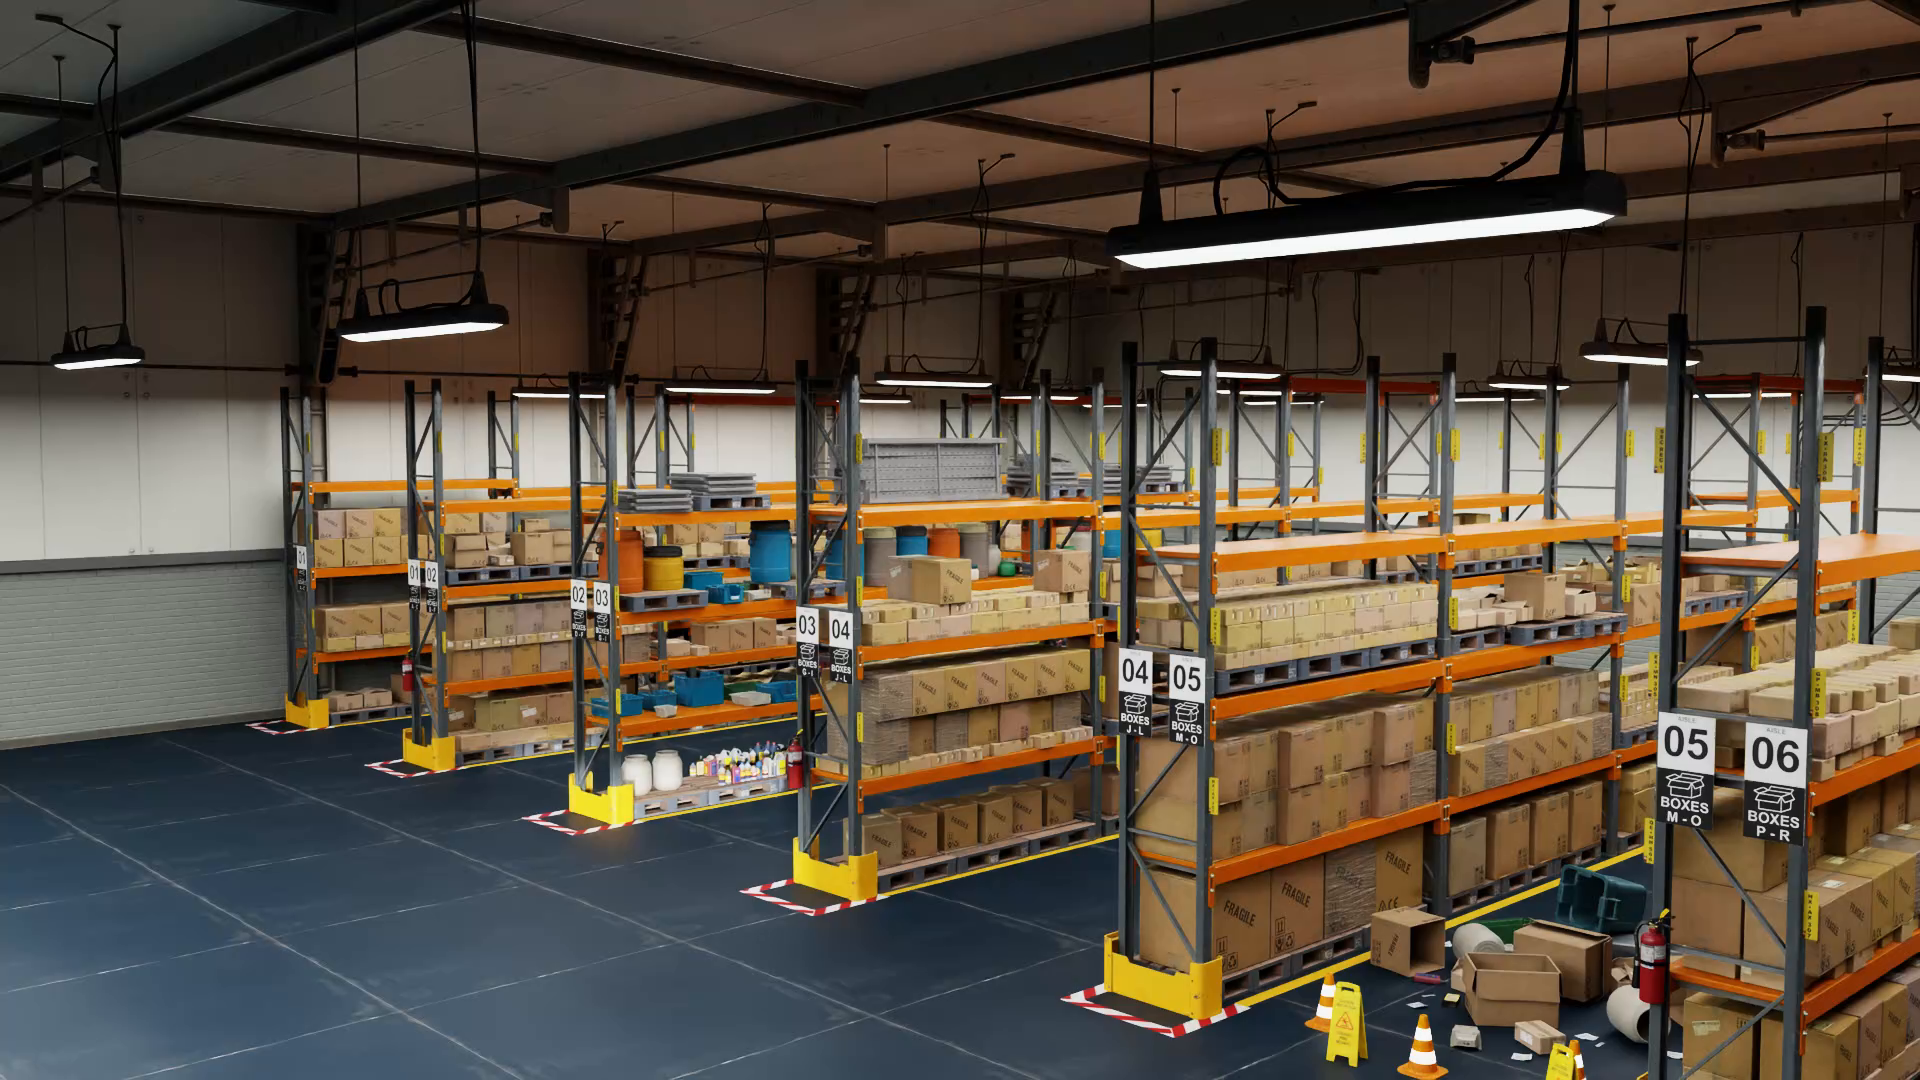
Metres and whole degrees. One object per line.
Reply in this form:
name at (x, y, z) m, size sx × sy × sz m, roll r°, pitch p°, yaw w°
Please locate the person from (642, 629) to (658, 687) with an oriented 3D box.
person at (-5.676, 2.417, 30.596) m, size 0.457 × 1.567 × 0.805 m, roll 2°, pitch 4°, yaw 30°
